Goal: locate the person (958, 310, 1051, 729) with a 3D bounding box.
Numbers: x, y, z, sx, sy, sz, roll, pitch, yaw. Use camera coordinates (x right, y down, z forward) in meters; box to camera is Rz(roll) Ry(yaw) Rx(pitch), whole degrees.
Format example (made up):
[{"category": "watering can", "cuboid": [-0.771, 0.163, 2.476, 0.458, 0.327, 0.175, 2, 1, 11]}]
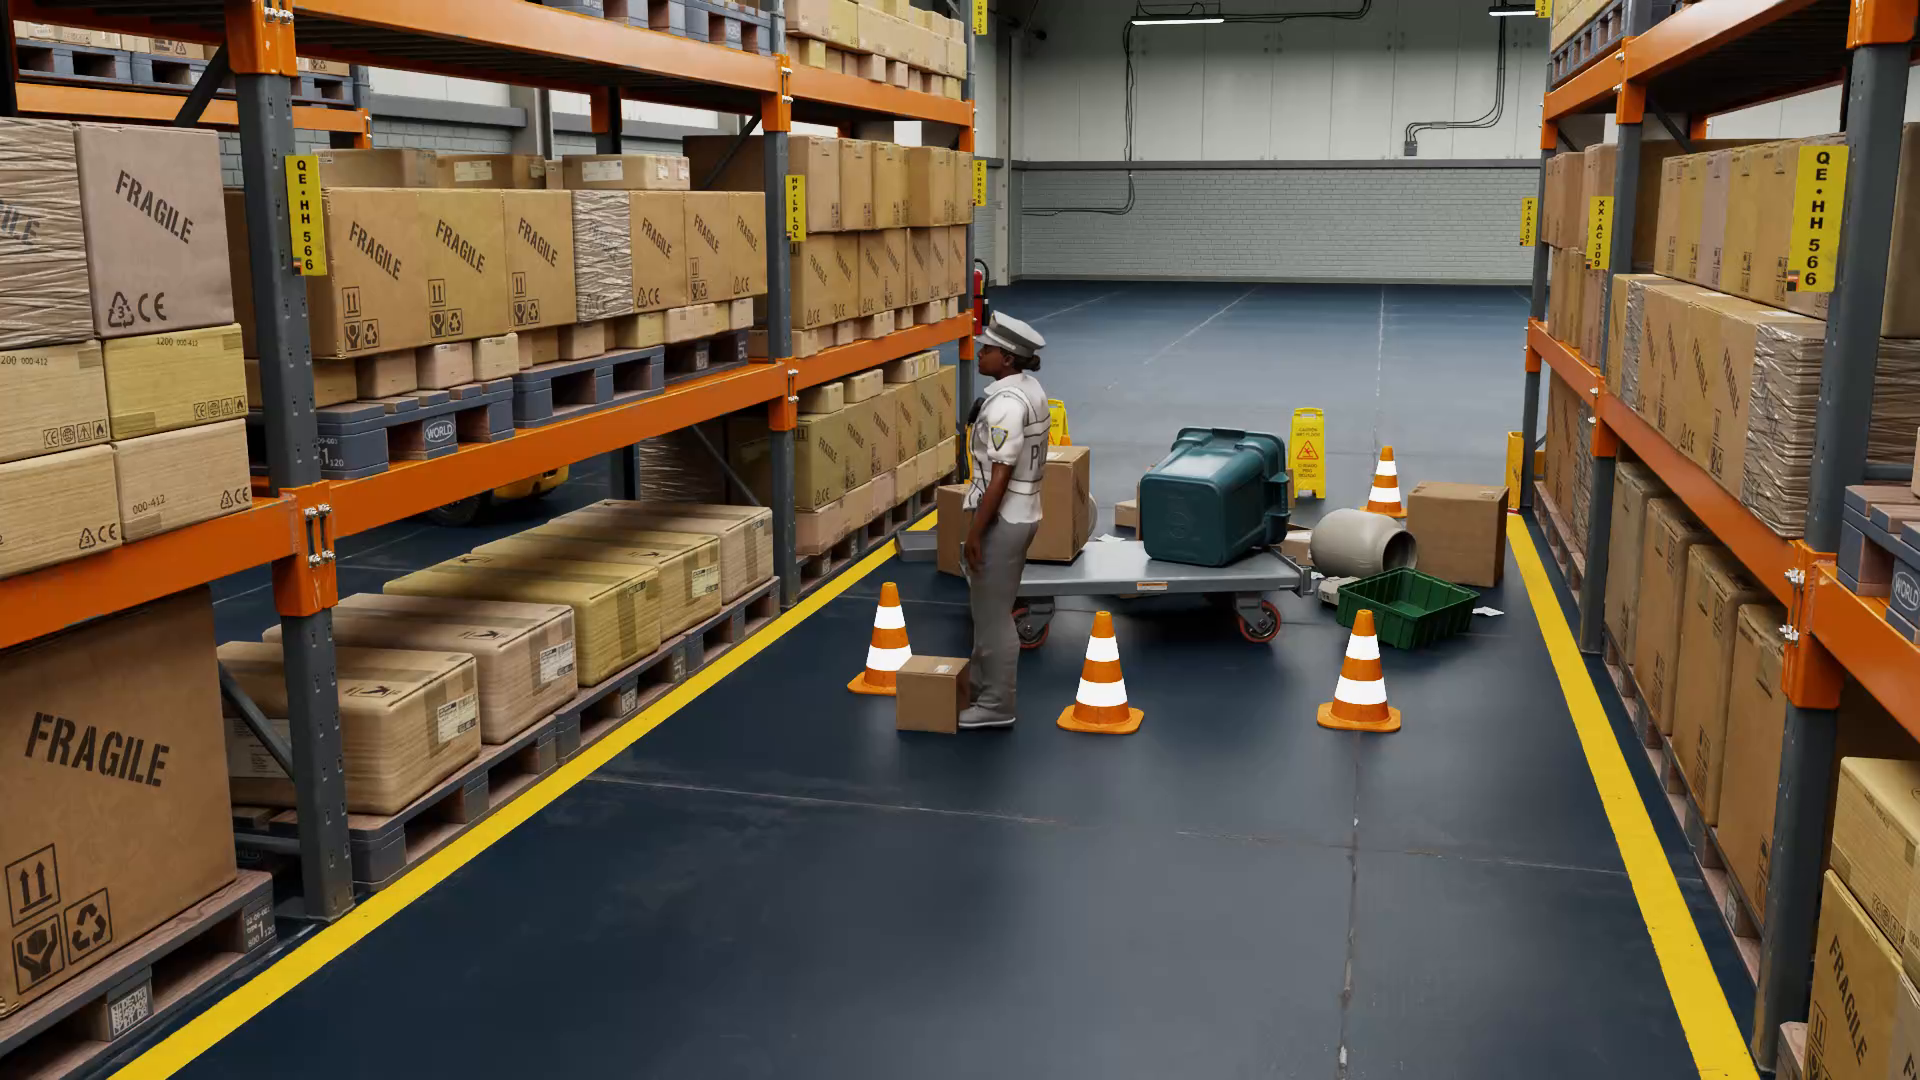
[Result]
[{"category": "person", "cuboid": [0.096, -0.078, 6.698, 0.528, 1.697, 0.570, 3, 12, 14]}]
